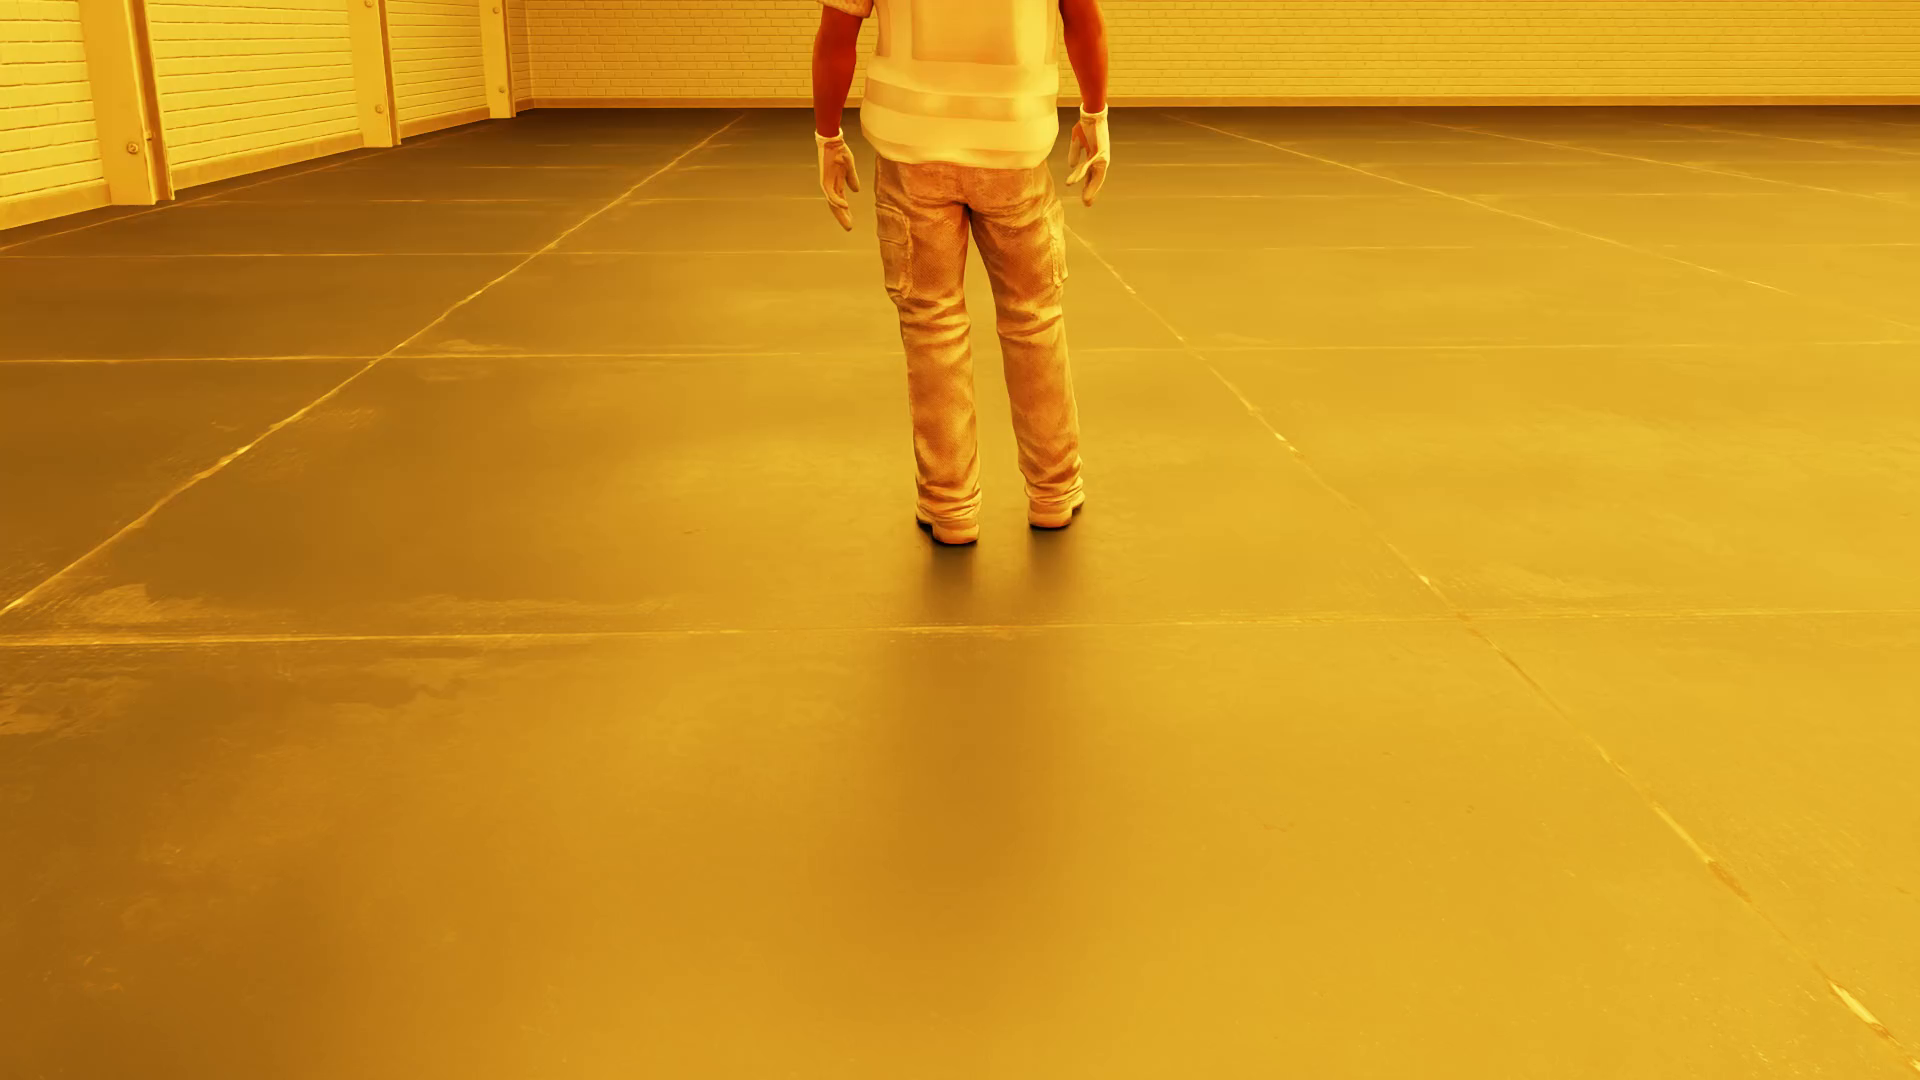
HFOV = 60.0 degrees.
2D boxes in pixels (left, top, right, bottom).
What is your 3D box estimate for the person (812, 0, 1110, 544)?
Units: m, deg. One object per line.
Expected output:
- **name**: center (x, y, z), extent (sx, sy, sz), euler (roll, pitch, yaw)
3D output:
- **person**: center (0.006, -0.881, 3.724), extent (0.656, 1.782, 0.577), euler (-1, 17, -3)
